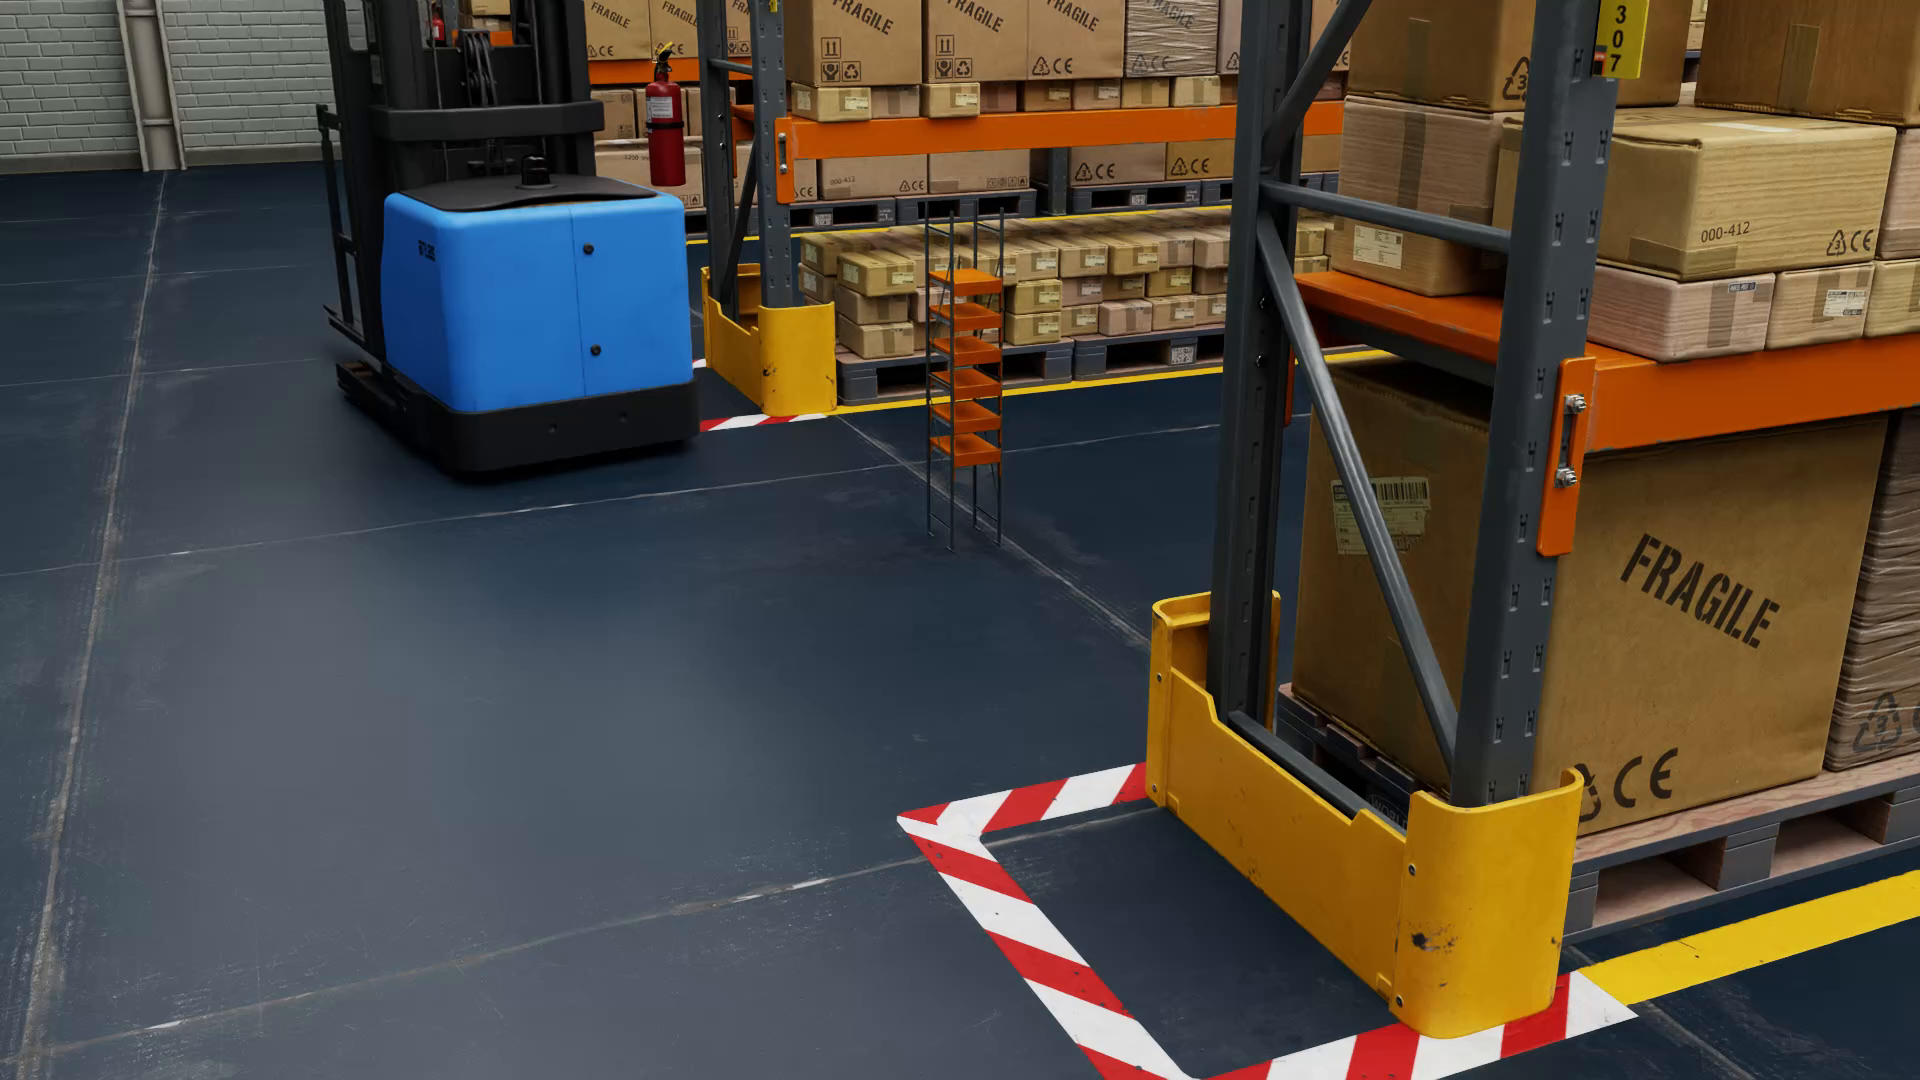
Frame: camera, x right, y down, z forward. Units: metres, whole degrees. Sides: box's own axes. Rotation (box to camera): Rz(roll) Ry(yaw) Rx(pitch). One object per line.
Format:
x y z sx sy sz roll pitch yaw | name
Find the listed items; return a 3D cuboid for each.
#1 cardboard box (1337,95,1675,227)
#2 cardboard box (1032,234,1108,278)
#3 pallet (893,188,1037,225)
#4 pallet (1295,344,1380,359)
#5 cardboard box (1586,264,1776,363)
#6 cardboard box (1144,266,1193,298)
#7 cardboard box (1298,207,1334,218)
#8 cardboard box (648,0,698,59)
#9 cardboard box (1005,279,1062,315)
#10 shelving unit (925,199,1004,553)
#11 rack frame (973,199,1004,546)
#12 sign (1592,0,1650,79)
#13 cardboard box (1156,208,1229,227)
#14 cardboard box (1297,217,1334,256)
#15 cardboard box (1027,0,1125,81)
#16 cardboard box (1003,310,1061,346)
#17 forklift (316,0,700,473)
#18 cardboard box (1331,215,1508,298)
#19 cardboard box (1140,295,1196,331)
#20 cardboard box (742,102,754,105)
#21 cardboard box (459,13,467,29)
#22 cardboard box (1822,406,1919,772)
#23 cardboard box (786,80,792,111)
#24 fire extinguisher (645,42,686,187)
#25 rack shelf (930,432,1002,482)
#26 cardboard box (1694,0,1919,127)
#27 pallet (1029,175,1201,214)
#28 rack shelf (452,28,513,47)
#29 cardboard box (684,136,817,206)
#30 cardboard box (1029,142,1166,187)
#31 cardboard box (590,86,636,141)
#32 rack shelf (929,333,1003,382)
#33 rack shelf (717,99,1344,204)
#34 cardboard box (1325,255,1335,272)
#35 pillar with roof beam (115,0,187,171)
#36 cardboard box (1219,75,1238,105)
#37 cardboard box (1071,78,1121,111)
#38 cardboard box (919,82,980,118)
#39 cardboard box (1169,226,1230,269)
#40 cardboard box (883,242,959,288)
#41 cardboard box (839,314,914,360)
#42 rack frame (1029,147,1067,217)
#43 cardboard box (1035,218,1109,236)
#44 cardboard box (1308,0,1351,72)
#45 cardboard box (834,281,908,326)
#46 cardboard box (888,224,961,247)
1.200 -0.850 3.698 0.500 0.250 0.500 -9 21 -23 | cardboard box
0.544 -1.420 8.302 0.250 0.149 0.380 -7 21 -20 | cardboard box
-0.122 -2.793 13.636 1.213 0.211 1.003 -8 21 -22 | pallet
2.058 -1.273 9.321 1.213 0.211 1.003 -8 21 -22 | pallet
1.316 -0.463 3.200 0.250 0.149 0.380 -8 21 -21 | cardboard box
1.003 -1.369 8.607 0.250 0.149 0.380 -7 21 -19 | cardboard box
1.986 -1.822 9.444 0.250 0.149 0.380 -7 21 -19 | cardboard box
-2.058 -3.756 12.022 0.500 0.500 0.500 -8 21 -23 | cardboard box
0.313 -1.225 8.196 0.250 0.149 0.380 -7 21 -20 | cardboard box
0.013 -0.568 5.828 0.189 1.200 0.258 -8 21 -22 | shelving unit
0.097 -0.580 5.862 0.006 1.200 0.240 -8 21 -22 | rack frame
1.074 -0.912 2.672 0.005 0.325 0.100 -8 21 -22 | sign
1.277 -1.723 9.165 0.250 0.149 0.380 -8 21 -21 | cardboard box
1.992 -1.615 8.857 0.250 0.149 0.380 -8 21 -22 | cardboard box
0.446 -2.463 7.902 0.500 0.500 0.500 -8 21 -21 | cardboard box
0.307 -1.081 8.235 0.250 0.149 0.380 -8 21 -21 | cardboard box
-2.330 -2.087 7.535 1.130 2.935 3.031 -12 23 -31 | forklift
1.056 -0.665 3.771 0.250 0.149 0.380 -8 21 -21 | cardboard box
1.011 -1.194 8.557 0.250 0.149 0.380 -8 21 -22 | cardboard box
-2.063 -4.612 18.021 0.500 0.311 0.500 -7 21 -20 | cardboard box
-4.837 -5.178 16.590 0.250 0.149 0.380 -8 21 -23 | cardboard box
2.251 -0.060 4.243 0.875 0.875 0.875 -8 21 -22 | cardboard box
-0.825 -2.172 8.053 0.250 0.149 0.380 -8 21 -22 | cardboard box
-1.426 -2.057 8.025 0.183 0.674 0.296 -8 21 -22 | fire extinguisher
0.013 -0.300 5.923 0.180 0.103 0.258 -8 21 -22 | rack shelf
1.867 -1.106 3.295 0.500 0.500 0.500 -9 21 -23 | cardboard box
1.286 -2.993 14.206 1.213 0.211 1.003 -8 21 -22 | pallet
-3.199 -5.095 17.059 4.000 0.370 1.077 -8 21 -22 | rack shelf
-1.662 -2.888 12.933 0.875 0.438 0.875 -8 21 -20 | cardboard box
1.145 -3.486 13.973 0.875 0.875 0.875 -7 21 -20 | cardboard box
-3.636 -4.342 16.970 0.500 0.500 0.700 -7 21 -20 | cardboard box
0.013 -0.639 5.803 0.180 0.103 0.258 -8 21 -22 | rack shelf
0.824 -2.085 8.512 4.000 0.370 1.077 -8 21 -22 | rack shelf
2.015 -1.463 8.874 0.250 0.149 0.380 -9 21 -24 | cardboard box
-6.163 -6.608 11.240 0.400 9.000 9.100 -8 21 -22 | pillar with roof beam
1.290 -2.288 8.382 0.250 0.149 0.380 -8 21 -23 | cardboard box
0.581 -2.179 8.072 0.250 0.149 0.380 -9 21 -23 | cardboard box
-0.099 -2.051 7.709 0.250 0.149 0.380 -9 21 -23 | cardboard box
1.269 -1.502 8.535 0.250 0.149 0.380 -9 21 -24 | cardboard box
-0.191 -1.334 8.059 0.250 0.149 0.380 -8 21 -21 | cardboard box
-0.404 -0.986 7.967 0.250 0.149 0.380 -8 21 -21 | cardboard box
0.607 -4.184 13.389 0.127 3.000 1.000 -8 21 -22 | rack frame
0.588 -1.599 8.811 0.250 0.149 0.380 -9 21 -24 | cardboard box
1.851 -2.658 8.455 0.500 0.500 0.500 -9 21 -23 | cardboard box
-0.429 -1.146 7.973 0.250 0.149 0.380 -7 21 -20 | cardboard box
-0.185 -1.531 8.618 0.250 0.149 0.380 -9 21 -23 | cardboard box
